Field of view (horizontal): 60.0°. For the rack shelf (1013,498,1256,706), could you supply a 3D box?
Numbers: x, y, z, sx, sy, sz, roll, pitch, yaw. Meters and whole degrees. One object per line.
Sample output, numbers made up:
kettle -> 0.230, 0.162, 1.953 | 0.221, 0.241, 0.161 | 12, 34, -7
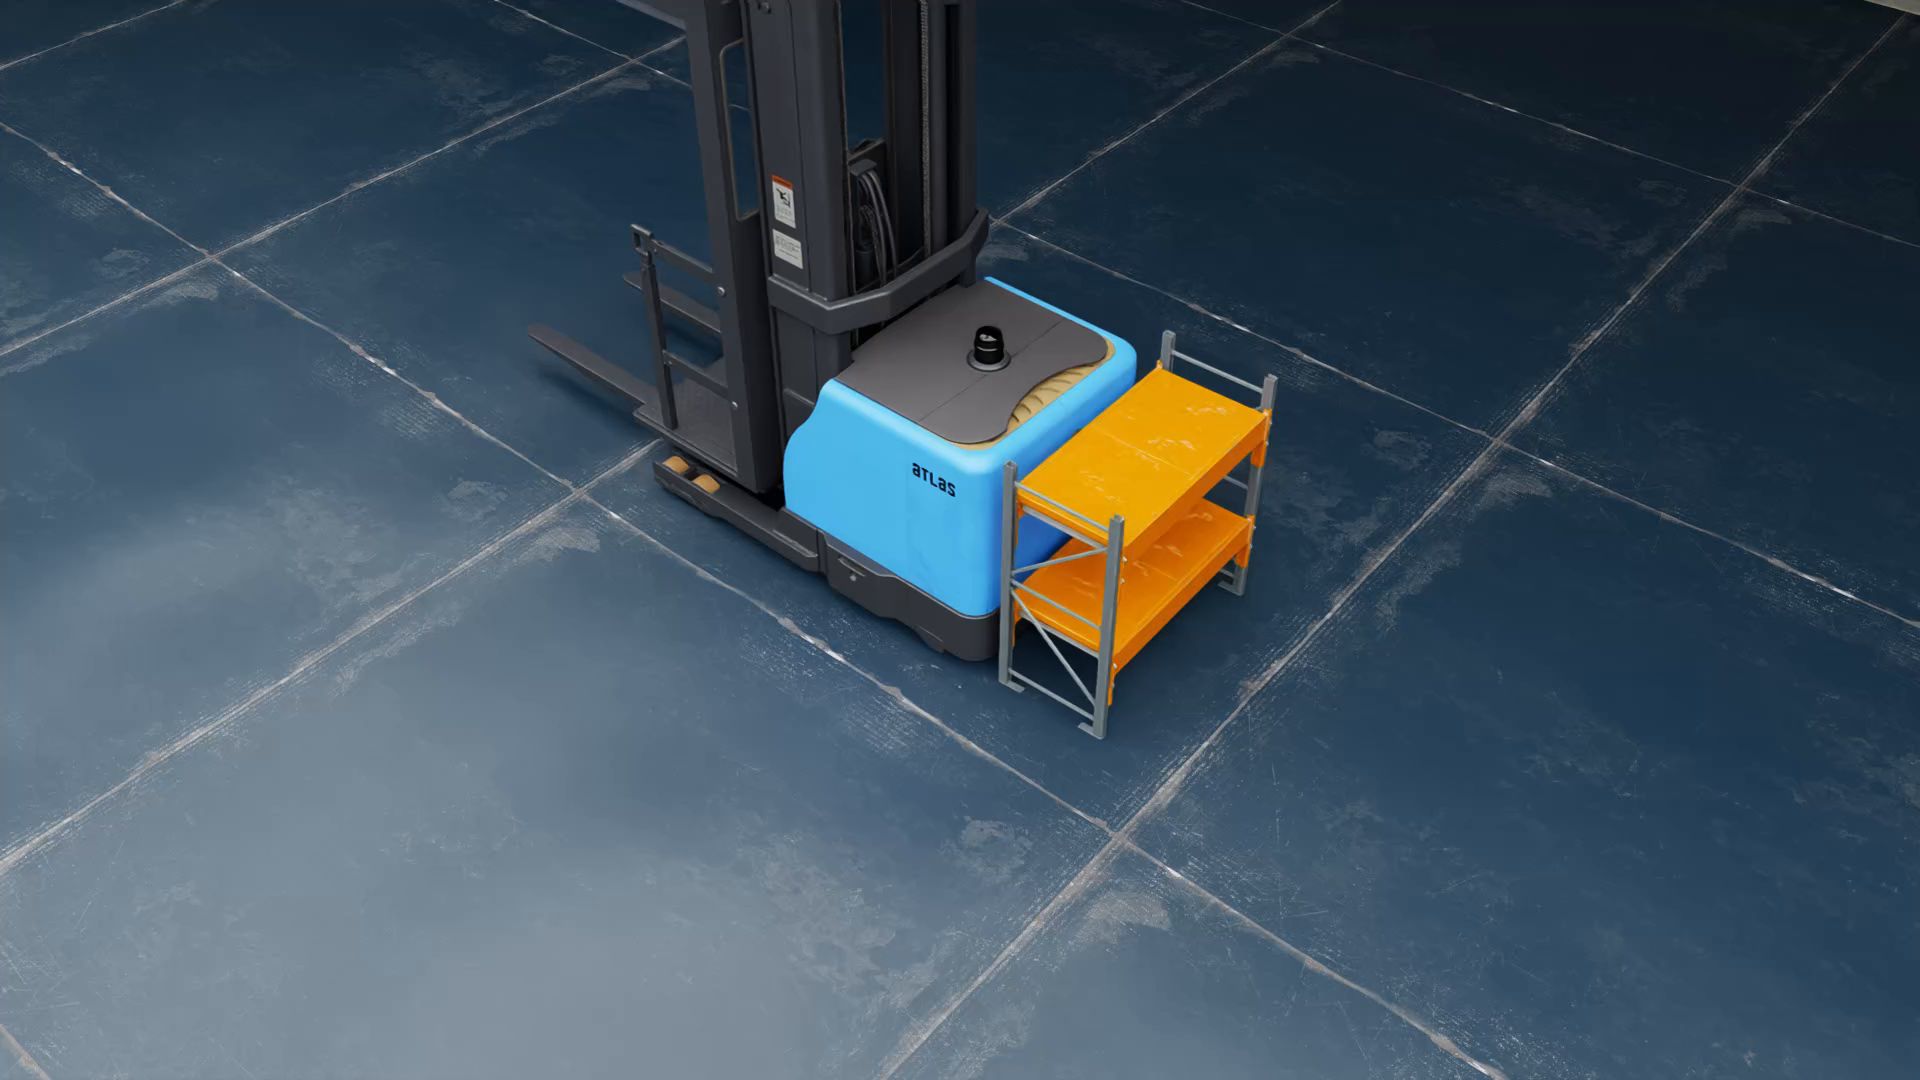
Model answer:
rack shelf -> 0.675, 0.157, 6.604 | 0.538, 0.278, 1.000 | 28, 49, 27

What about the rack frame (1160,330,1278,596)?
rack frame -> 0.992, -0.291, 6.733 | 0.500, 1.125, 0.032 | 28, 49, 27

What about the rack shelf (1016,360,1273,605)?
rack shelf -> 0.675, -0.240, 6.243 | 0.538, 0.278, 1.000 | 28, 49, 27

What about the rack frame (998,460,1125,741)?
rack frame -> 0.358, 0.244, 6.145 | 0.500, 1.125, 0.032 | 28, 49, 27

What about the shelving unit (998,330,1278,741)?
shelving unit -> 0.675, -0.023, 6.439 | 0.538, 1.125, 1.048 | 28, 49, 27

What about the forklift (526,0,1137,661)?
forklift -> -0.737, -1.450, 6.666 | 3.031, 2.935, 1.130 | 30, 50, 29
